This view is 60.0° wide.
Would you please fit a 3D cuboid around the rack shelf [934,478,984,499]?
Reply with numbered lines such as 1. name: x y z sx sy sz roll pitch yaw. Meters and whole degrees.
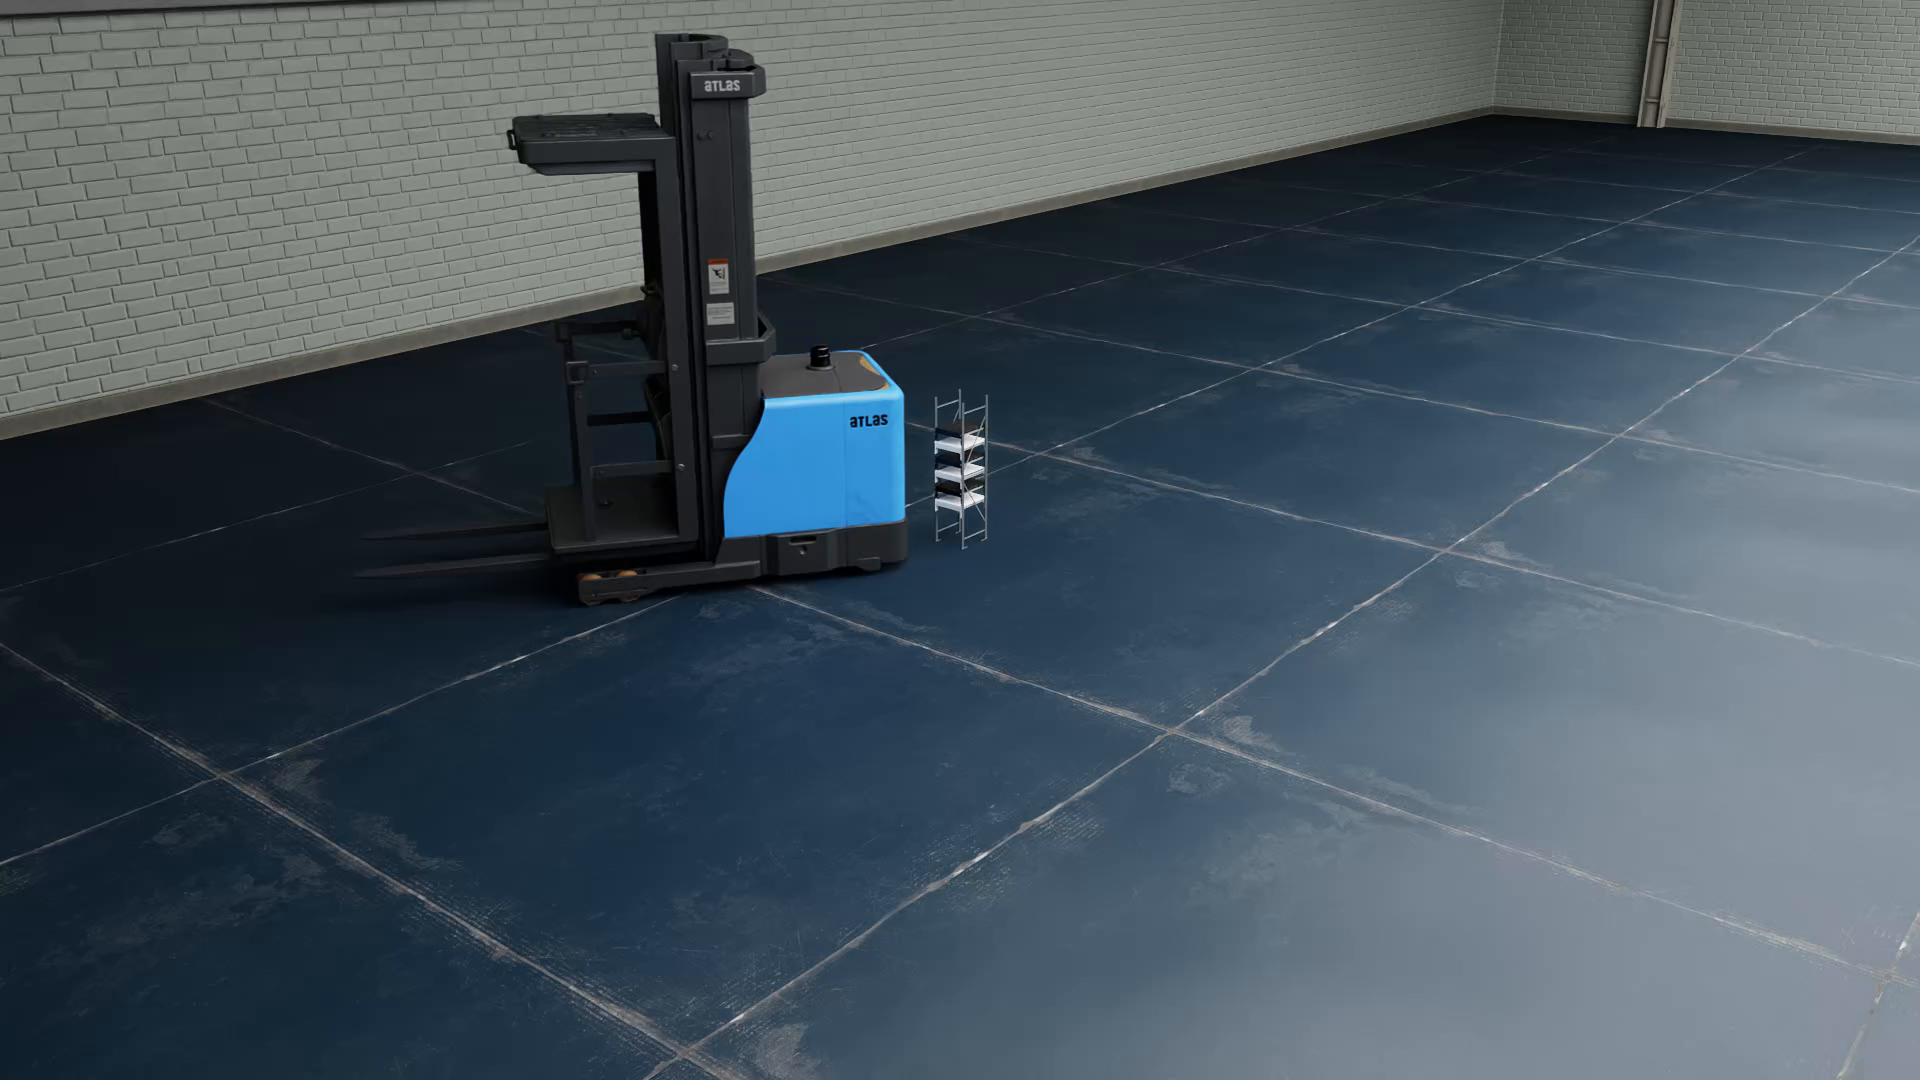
1. rack shelf: 0.006 -0.304 9.927 0.200 0.077 0.258 16 26 36

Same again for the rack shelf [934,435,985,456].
1. rack shelf: 0.006 -0.556 9.832 0.200 0.077 0.258 16 26 36

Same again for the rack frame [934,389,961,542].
1. rack frame: -0.072 -0.442 9.944 0.006 0.900 0.240 16 26 36

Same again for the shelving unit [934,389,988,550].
1. shelving unit: 0.006 -0.419 9.883 0.210 0.900 0.258 16 26 36

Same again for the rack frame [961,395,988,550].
1. rack frame: 0.085 -0.397 9.823 0.006 0.900 0.240 16 26 36

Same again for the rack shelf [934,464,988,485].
1. rack shelf: 0.006 -0.388 9.895 0.200 0.077 0.258 16 26 36

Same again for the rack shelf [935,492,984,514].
1. rack shelf: 0.006 -0.220 9.959 0.200 0.077 0.258 16 26 36

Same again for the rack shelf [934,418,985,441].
1. rack shelf: 0.006 -0.641 9.800 0.200 0.077 0.258 16 26 36

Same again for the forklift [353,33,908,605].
1. forklift: -1.876 -1.222 9.133 3.031 2.935 1.130 -6 21 -15

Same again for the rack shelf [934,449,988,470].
1. rack shelf: 0.006 -0.472 9.863 0.200 0.077 0.258 16 26 36

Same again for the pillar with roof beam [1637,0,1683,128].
1. pillar with roof beam: 9.532 -10.369 24.791 0.400 9.000 9.100 16 26 36
